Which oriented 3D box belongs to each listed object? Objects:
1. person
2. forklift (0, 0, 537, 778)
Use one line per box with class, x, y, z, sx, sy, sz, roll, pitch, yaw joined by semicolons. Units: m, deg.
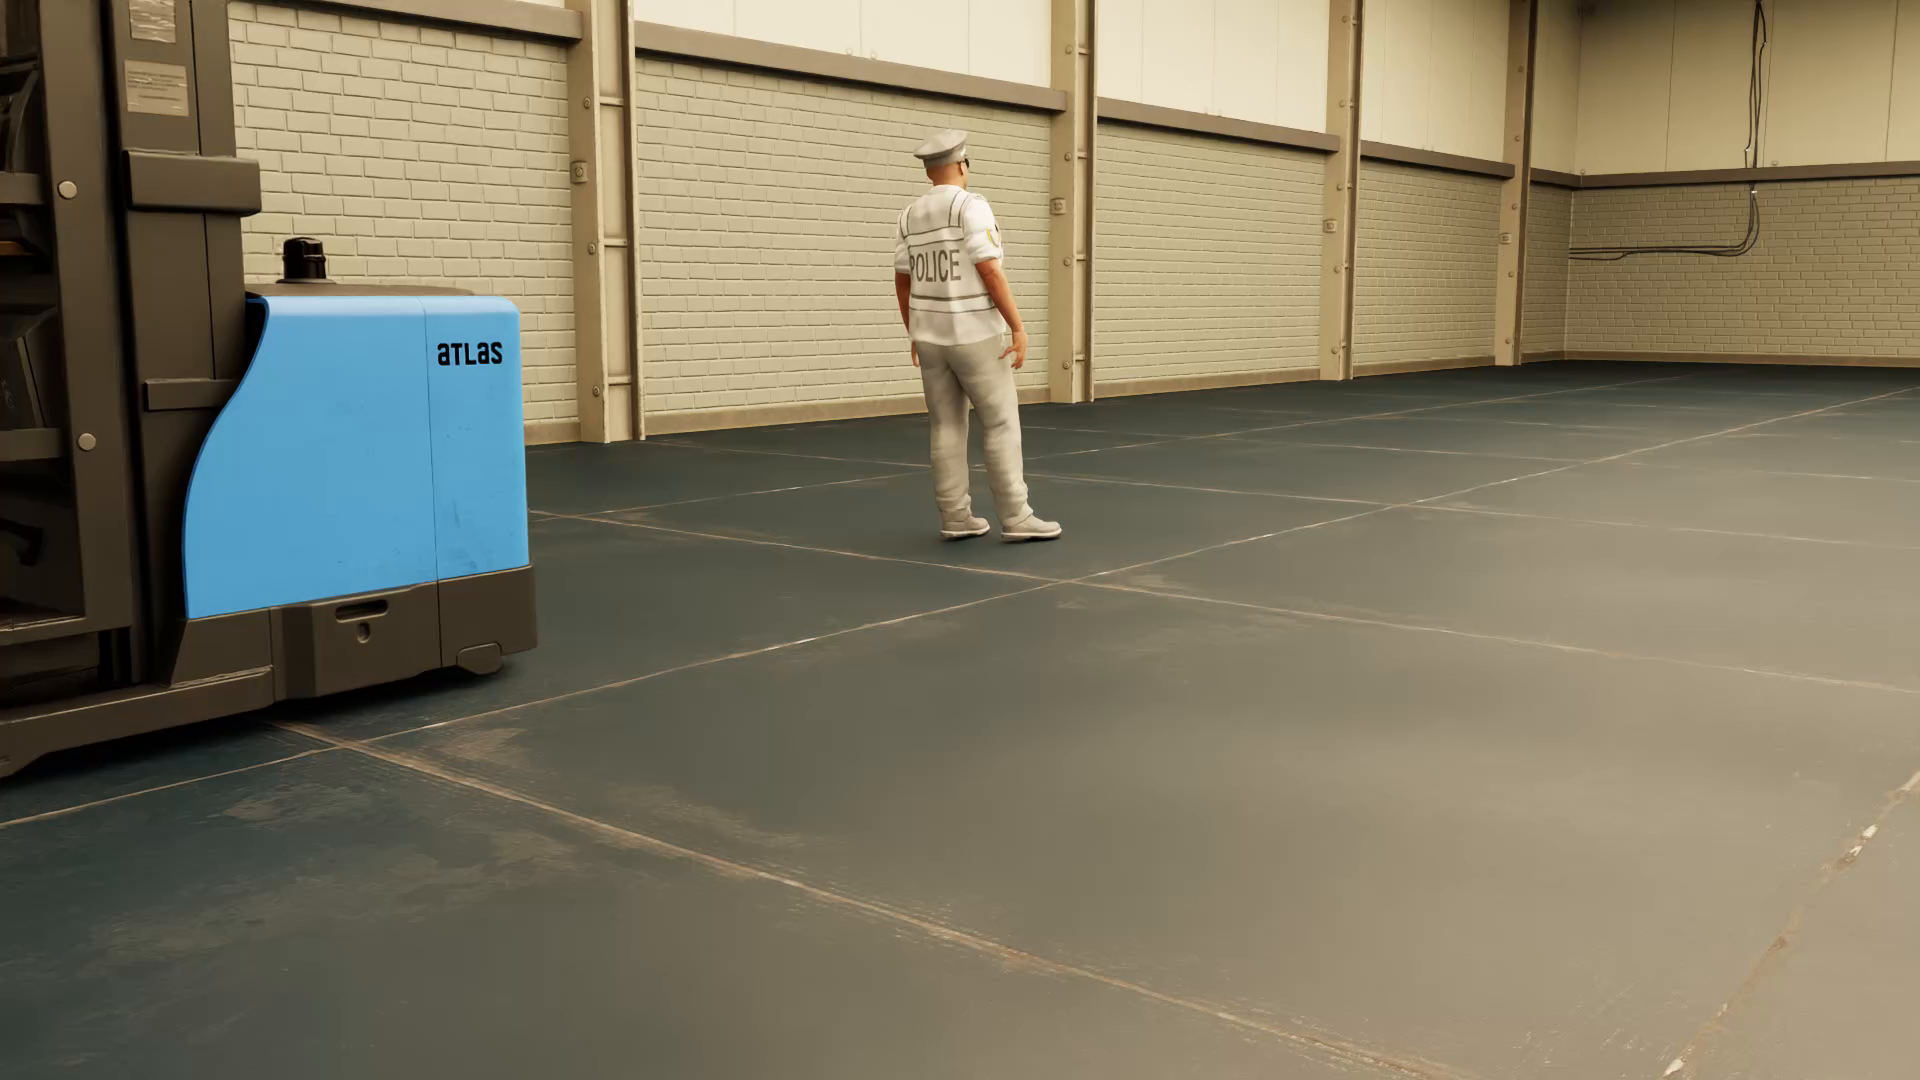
person;0.058;-0.897;7.328;0.641;1.780;0.574;7;11;38
forklift;-2.517;-0.945;3.743;1.130;2.935;3.031;6;10;37
